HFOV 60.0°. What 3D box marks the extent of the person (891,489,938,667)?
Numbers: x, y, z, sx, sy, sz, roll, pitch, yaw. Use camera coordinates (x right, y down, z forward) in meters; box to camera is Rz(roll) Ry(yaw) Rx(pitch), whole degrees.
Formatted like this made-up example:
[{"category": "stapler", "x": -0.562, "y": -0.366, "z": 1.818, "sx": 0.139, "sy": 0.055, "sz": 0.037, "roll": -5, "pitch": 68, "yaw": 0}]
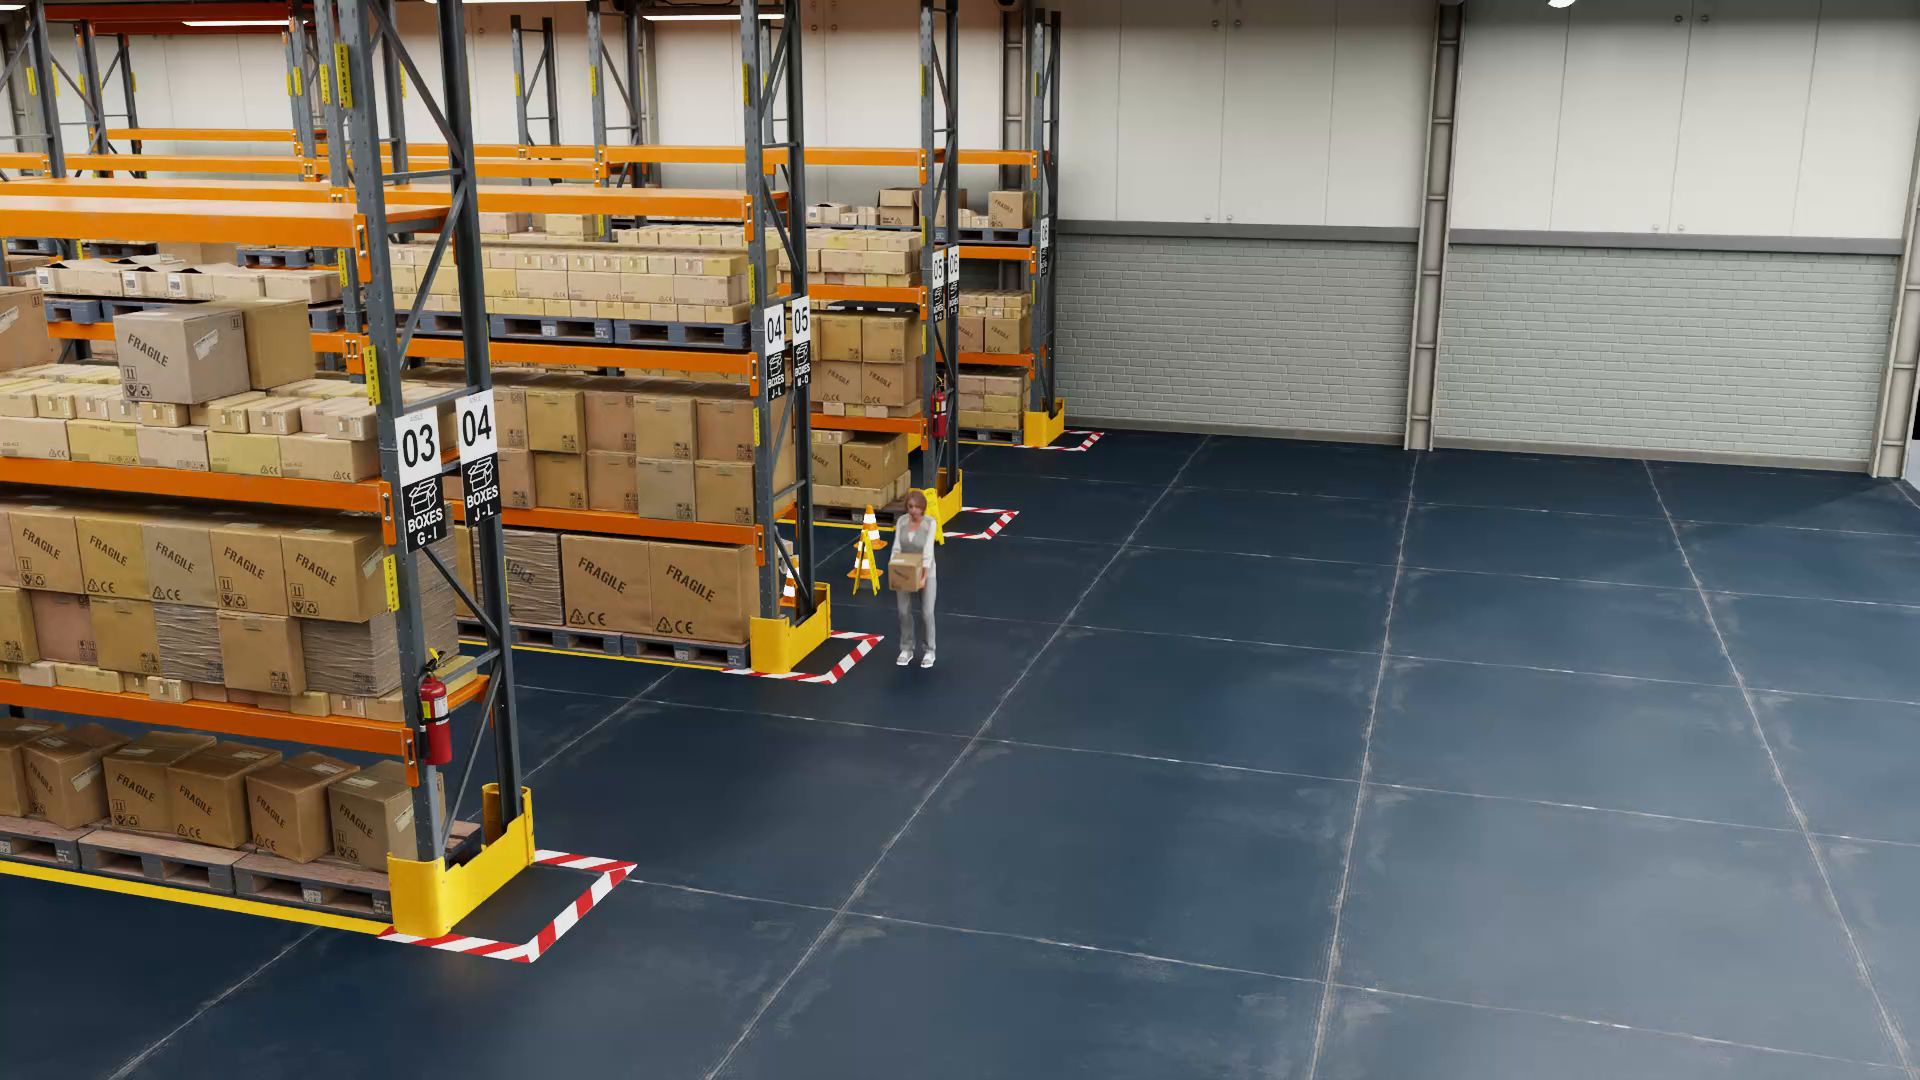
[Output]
[{"category": "person", "x": -0.406, "y": 0.351, "z": 14.653, "sx": 0.402, "sy": 1.597, "sz": 0.491, "roll": 5, "pitch": 16, "yaw": 16}]
